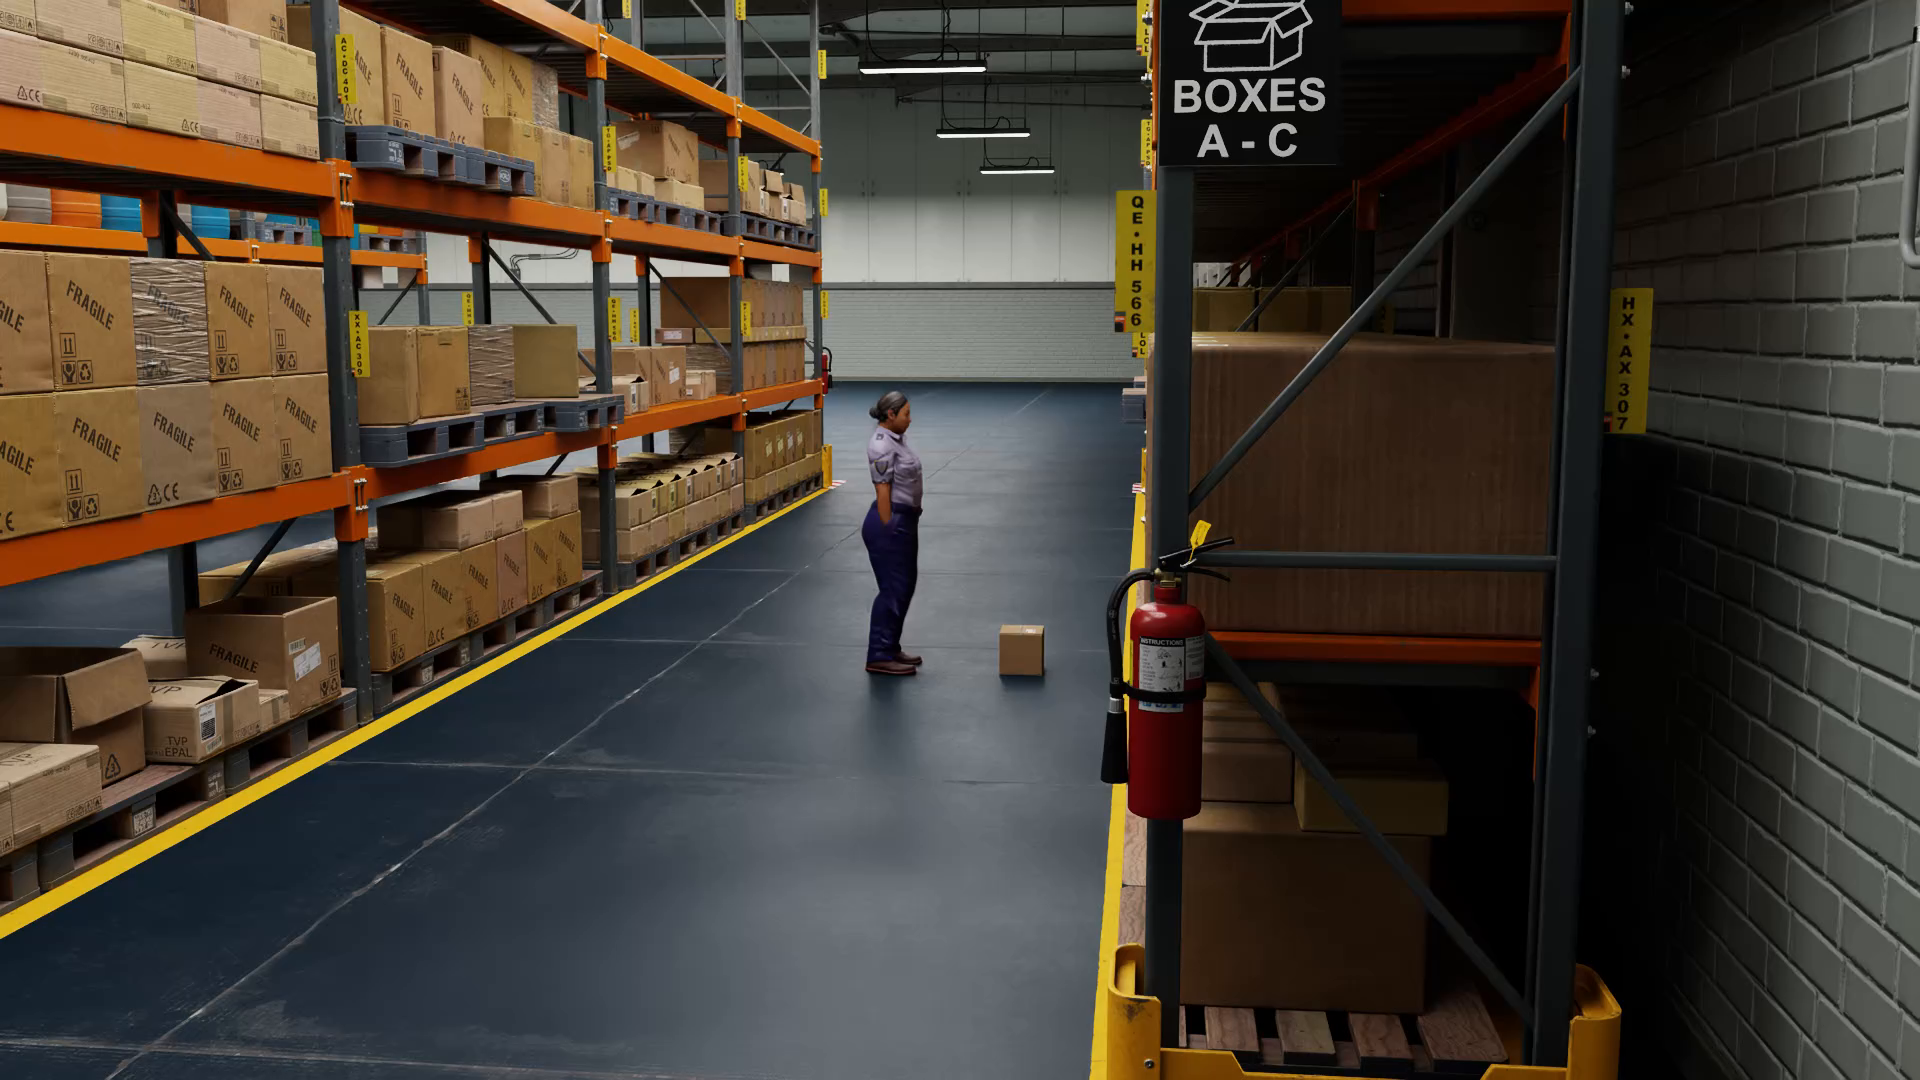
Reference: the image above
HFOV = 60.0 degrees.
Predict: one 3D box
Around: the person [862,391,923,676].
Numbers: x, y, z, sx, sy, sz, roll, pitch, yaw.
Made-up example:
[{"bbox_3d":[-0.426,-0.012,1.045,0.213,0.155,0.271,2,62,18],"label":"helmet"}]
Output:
[{"bbox_3d":[-0.387,-0.052,9.775,0.342,1.645,0.470,1,8,7],"label":"person"}]
